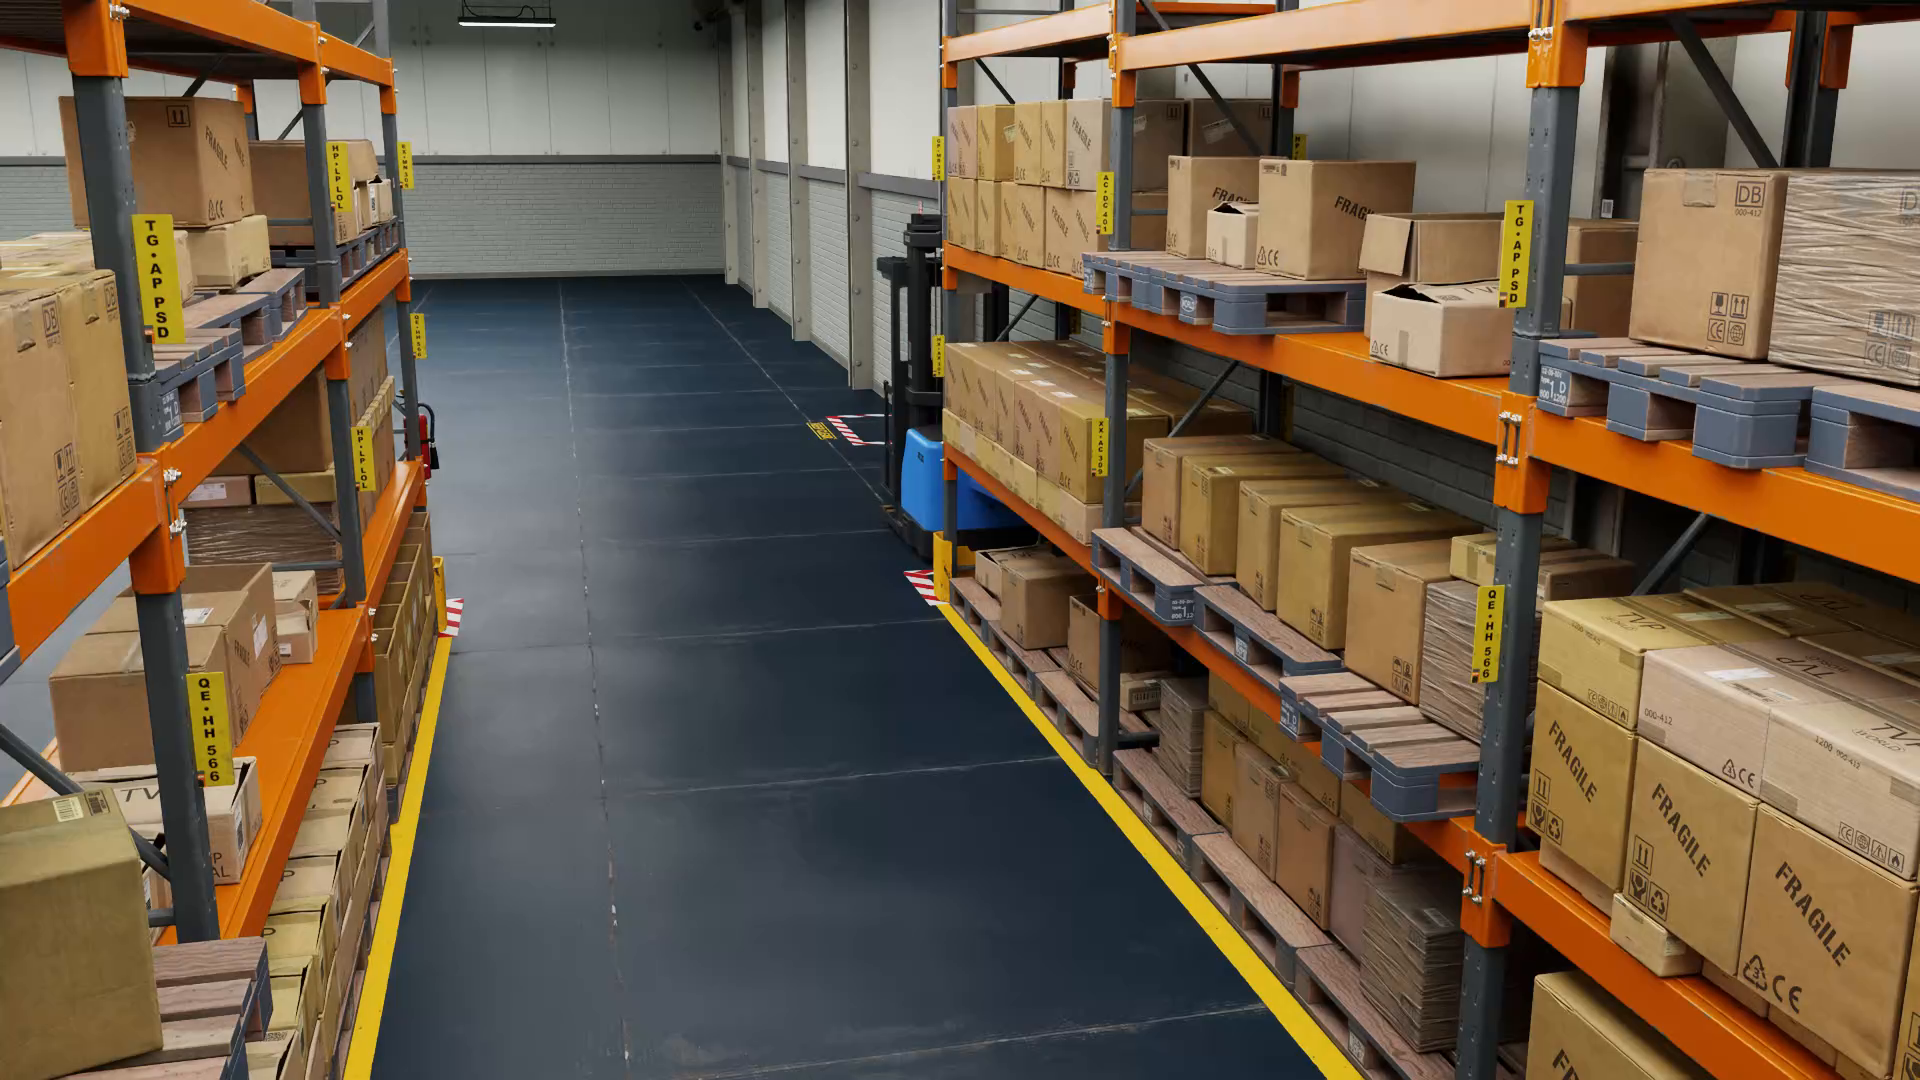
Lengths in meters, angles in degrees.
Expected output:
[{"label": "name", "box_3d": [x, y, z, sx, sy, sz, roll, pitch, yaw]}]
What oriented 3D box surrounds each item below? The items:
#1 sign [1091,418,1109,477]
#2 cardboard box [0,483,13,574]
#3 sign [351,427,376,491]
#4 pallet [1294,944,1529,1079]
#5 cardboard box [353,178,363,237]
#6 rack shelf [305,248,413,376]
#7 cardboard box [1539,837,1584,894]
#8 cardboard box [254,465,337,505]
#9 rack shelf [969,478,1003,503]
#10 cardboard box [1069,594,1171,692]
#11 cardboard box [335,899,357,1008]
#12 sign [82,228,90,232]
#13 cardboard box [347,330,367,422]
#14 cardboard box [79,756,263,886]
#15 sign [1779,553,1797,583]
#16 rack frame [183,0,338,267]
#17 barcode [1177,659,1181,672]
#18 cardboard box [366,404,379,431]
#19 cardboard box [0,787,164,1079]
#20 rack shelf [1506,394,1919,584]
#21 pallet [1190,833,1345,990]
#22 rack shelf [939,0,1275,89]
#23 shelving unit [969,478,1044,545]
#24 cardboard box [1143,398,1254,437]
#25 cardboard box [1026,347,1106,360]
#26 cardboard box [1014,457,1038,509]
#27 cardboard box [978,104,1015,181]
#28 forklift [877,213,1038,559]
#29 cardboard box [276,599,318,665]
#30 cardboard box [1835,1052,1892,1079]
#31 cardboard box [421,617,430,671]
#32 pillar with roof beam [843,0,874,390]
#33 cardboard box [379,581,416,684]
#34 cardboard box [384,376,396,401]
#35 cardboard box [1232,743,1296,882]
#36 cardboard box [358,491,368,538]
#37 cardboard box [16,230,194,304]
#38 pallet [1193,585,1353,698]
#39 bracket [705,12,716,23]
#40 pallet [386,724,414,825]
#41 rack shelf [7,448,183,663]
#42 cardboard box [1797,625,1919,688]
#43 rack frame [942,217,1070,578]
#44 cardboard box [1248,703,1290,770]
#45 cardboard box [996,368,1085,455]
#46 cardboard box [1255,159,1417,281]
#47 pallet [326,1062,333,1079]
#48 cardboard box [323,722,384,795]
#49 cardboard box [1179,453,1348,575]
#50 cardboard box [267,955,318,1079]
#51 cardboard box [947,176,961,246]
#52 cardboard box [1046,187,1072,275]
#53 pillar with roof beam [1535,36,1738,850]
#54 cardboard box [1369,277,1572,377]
[{"label": "sign", "box_3d": [0.778, -0.513, 9.206, 0.100, 0.325, 0.005, -3, 14, -13]}, {"label": "cardboard box", "box_3d": [-2.194, -0.094, 2.784, 0.910, 0.500, 0.500, -3, 14, -13]}, {"label": "sign", "box_3d": [-2.985, -0.404, 8.311, 0.100, 0.325, 0.005, -3, 14, -13]}, {"label": "pallet", "box_3d": [2.061, 1.972, 6.732, 1.003, 0.211, 1.213, -3, 14, -13]}, {"label": "cardboard box", "box_3d": [-3.499, -1.789, 8.940, 0.500, 0.311, 0.500, -4, 14, -16]}, {"label": "rack shelf", "box_3d": [-3.980, -1.417, 9.924, 1.077, 0.370, 4.000, -3, 14, -13]}, {"label": "cardboard box", "box_3d": [2.096, 0.999, 5.326, 0.380, 0.149, 0.250, -3, 14, -14]}, {"label": "cardboard box", "box_3d": [-3.385, -0.284, 8.515, 0.380, 0.149, 0.250, -3, 14, -13]}, {"label": "rack shelf", "box_3d": [0.541, -0.369, 14.056, 0.538, 0.185, 1.000, -14, 27, -35]}, {"label": "cardboard box", "box_3d": [1.021, 0.639, 10.655, 0.500, 0.500, 0.500, -4, 14, -17]}, {"label": "cardboard box", "box_3d": [-2.775, 1.716, 6.815, 0.500, 0.250, 0.500, -3, 14, -12]}, {"label": "sign", "box_3d": [-4.049, -1.563, 7.751, 0.100, 0.325, 0.005, -3, 14, -13]}, {"label": "cardboard box", "box_3d": [-3.974, -0.976, 9.979, 0.700, 0.500, 0.500, -3, 14, -13]}, {"label": "cardboard box", "box_3d": [-2.593, 0.901, 5.428, 0.500, 0.311, 0.500, -3, 14, -14]}, {"label": "sign", "box_3d": [2.782, 0.204, 5.655, 0.100, 0.325, 0.005, -3, 14, -13]}, {"label": "rack frame", "box_3d": [-3.510, -2.762, 7.594, 1.000, 3.000, 0.127, -3, 14, -13]}, {"label": "barcode", "box_3d": [1.396, 0.799, 10.588, 0.001, 0.075, 0.075, -3, 14, -13]}, {"label": "cardboard box", "box_3d": [-3.869, -0.758, 10.454, 0.380, 0.149, 0.250, -3, 14, -12]}, {"label": "cardboard box", "box_3d": [-2.313, 0.962, 3.898, 0.700, 0.500, 0.500, -9, 16, -32]}, {"label": "rack shelf", "box_3d": [2.713, 0.152, 3.503, 1.077, 0.370, 4.000, -3, 14, -13]}, {"label": "pallet", "box_3d": [1.778, 1.692, 7.881, 1.003, 0.211, 1.213, -3, 14, -13]}, {"label": "rack shelf", "box_3d": [0.834, -3.149, 10.702, 1.077, 0.370, 4.000, -3, 14, -13]}, {"label": "shelving unit", "box_3d": [0.547, -0.536, 13.989, 0.538, 1.500, 1.048, -14, 27, -35]}, {"label": "cardboard box", "box_3d": [1.397, -0.546, 9.857, 0.500, 0.500, 0.500, -4, 14, -14]}, {"label": "cardboard box", "box_3d": [0.791, -1.135, 12.269, 0.500, 0.500, 0.500, -3, 14, -12]}, {"label": "cardboard box", "box_3d": [0.656, -0.384, 10.777, 0.500, 0.250, 0.500, -3, 14, -13]}, {"label": "cardboard box", "box_3d": [0.419, -2.710, 11.342, 0.500, 0.500, 0.500, -3, 14, -12]}, {"label": "forklift", "box_3d": [-0.151, -1.567, 15.489, 1.130, 2.935, 3.031, -3, 14, -14]}, {"label": "cardboard box", "box_3d": [-3.125, 0.410, 7.534, 0.396, 0.266, 0.258, -4, 14, -15]}, {"label": "cardboard box", "box_3d": [2.425, 1.295, 4.118, 0.380, 0.149, 0.250, -3, 14, -12]}, {"label": "cardboard box", "box_3d": [-3.788, 0.699, 10.979, 0.500, 0.250, 0.500, -3, 14, -13]}, {"label": "pillar with roof beam", "box_3d": [-5.633, -6.377, 22.390, 9.100, 9.000, 0.400, -3, 14, -13]}, {"label": "cardboard box", "box_3d": [-3.550, 0.565, 9.947, 0.500, 0.500, 0.500, -3, 14, -13]}, {"label": "cardboard box", "box_3d": [-4.175, -1.057, 11.677, 0.380, 0.149, 0.250, -4, 14, -14]}, {"label": "cardboard box", "box_3d": [1.744, 1.281, 8.025, 0.700, 0.500, 0.500, -3, 14, -13]}, {"label": "cardboard box", "box_3d": [-3.865, -0.235, 9.683, 0.700, 0.500, 0.500, -3, 14, -12]}, {"label": "cardboard box", "box_3d": [-3.121, -0.991, 6.099, 0.500, 0.250, 0.500, -5, 14, -18]}, {"label": "pallet", "box_3d": [1.739, 0.437, 7.545, 1.003, 0.211, 1.213, -3, 14, -13]}, {"label": "bracket", "box_3d": [-5.923, -12.402, 39.469, 0.235, 0.232, 0.430, -3, 14, -13]}, {"label": "pallet", "box_3d": [-3.656, 1.321, 9.397, 1.003, 0.211, 1.213, -3, 14, -13]}, {"label": "rack shelf", "box_3d": [-2.101, 0.429, 2.370, 1.077, 0.370, 4.000, -3, 14, -13]}, {"label": "cardboard box", "box_3d": [2.720, 0.441, 4.665, 0.500, 0.250, 0.500, -4, 14, -15]}, {"label": "rack frame", "box_3d": [0.365, -1.047, 13.217, 1.000, 3.000, 0.127, -3, 14, -13]}, {"label": "cardboard box", "box_3d": [1.726, 0.902, 7.998, 0.500, 0.250, 0.500, -4, 14, -15]}, {"label": "cardboard box", "box_3d": [0.539, -0.869, 11.181, 0.500, 0.500, 0.500, -3, 14, -11]}, {"label": "cardboard box", "box_3d": [1.644, -1.419, 7.323, 0.500, 0.500, 0.500, -4, 14, -15]}, {"label": "pallet", "box_3d": [-2.726, 2.238, 5.646, 1.003, 0.211, 1.213, -3, 14, -13]}, {"label": "cardboard box", "box_3d": [-3.136, 1.089, 8.199, 0.500, 0.311, 0.500, -3, 14, -13]}, {"label": "cardboard box", "box_3d": [1.515, -0.138, 8.358, 0.700, 0.500, 0.500, -2, 14, -7]}, {"label": "cardboard box", "box_3d": [-2.540, 1.677, 5.794, 0.500, 0.311, 0.500, -4, 14, -15]}, {"label": "cardboard box", "box_3d": [0.200, -2.472, 12.474, 0.500, 0.500, 0.500, -3, 14, -12]}, {"label": "cardboard box", "box_3d": [0.839, -1.860, 9.970, 0.500, 0.500, 0.500, -5, 14, -18]}, {"label": "pillar with roof beam", "box_3d": [-1.406, -2.224, 5.393, 9.100, 9.000, 0.400, -3, 14, -13]}, {"label": "cardboard box", "box_3d": [1.812, -0.776, 5.933, 0.500, 0.311, 0.500, -3, 14, -13]}]
